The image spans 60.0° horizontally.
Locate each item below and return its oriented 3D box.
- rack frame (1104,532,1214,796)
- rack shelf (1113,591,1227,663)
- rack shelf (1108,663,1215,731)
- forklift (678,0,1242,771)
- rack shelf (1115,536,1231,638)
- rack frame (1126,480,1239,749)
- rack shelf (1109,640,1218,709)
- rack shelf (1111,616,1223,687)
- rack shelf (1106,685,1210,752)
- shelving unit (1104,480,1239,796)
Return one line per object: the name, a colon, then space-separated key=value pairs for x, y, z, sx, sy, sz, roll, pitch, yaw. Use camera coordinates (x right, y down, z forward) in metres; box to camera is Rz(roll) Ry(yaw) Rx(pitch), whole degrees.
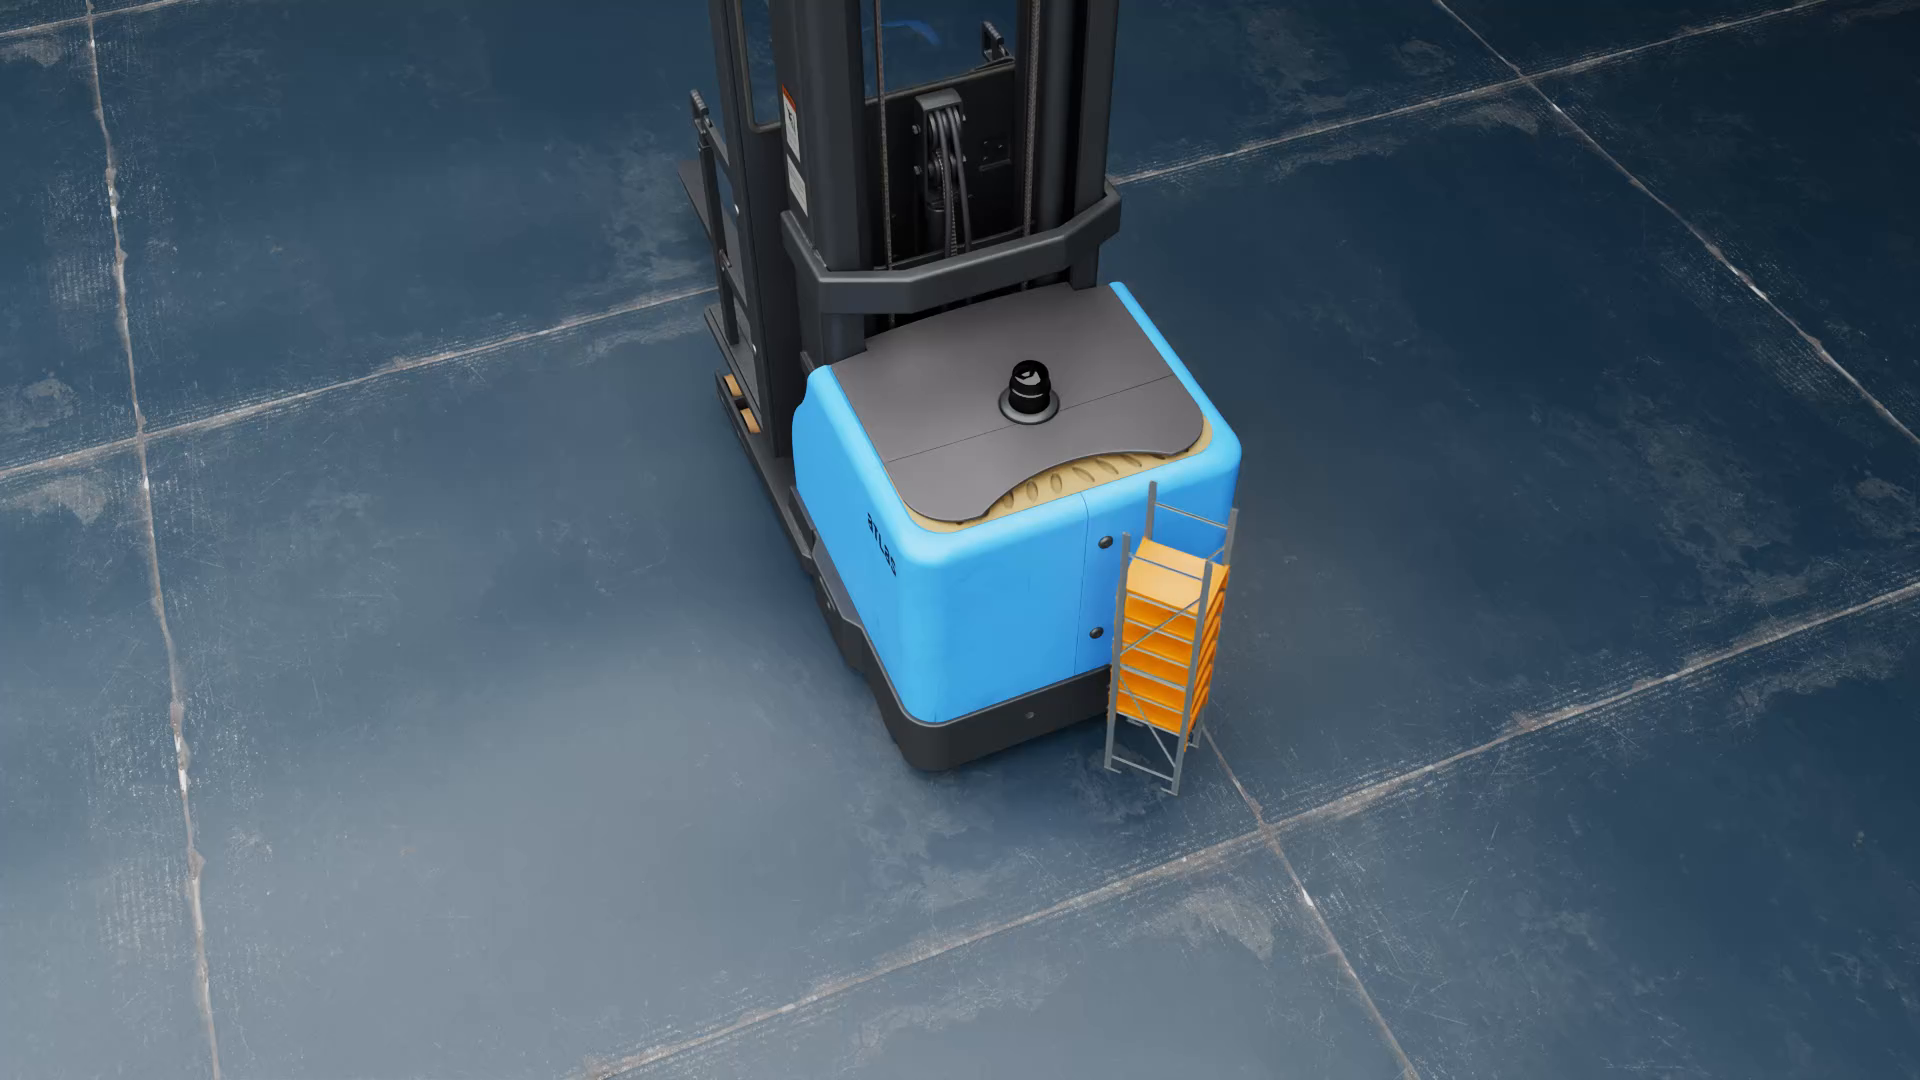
rack frame: x=0.537 y=0.381 z=4.633 sx=0.240 sy=1.200 sz=0.006 roll=20 pitch=56 yaw=16
rack shelf: x=0.571 y=0.196 z=4.526 sx=0.258 sy=0.103 sz=0.180 roll=20 pitch=56 yaw=16
rack shelf: x=0.581 y=0.413 z=4.813 sx=0.258 sy=0.103 sz=0.180 roll=20 pitch=56 yaw=16
forklift: x=-0.246 y=-1.392 z=5.014 sx=1.130 sy=2.935 sz=3.031 roll=-18 pitch=52 yaw=-15
rack shelf: x=0.567 y=0.124 z=4.430 sx=0.258 sy=0.103 sz=0.180 roll=20 pitch=56 yaw=16
rack frame: x=0.616 y=0.247 z=4.731 sx=0.240 sy=1.200 sz=0.006 roll=20 pitch=56 yaw=16
rack shelf: x=0.578 y=0.341 z=4.718 sx=0.258 sy=0.103 sz=0.180 roll=20 pitch=56 yaw=16
rack shelf: x=0.574 y=0.269 z=4.622 sx=0.258 sy=0.103 sz=0.180 roll=20 pitch=56 yaw=16
rack shelf: x=0.585 y=0.485 z=4.909 sx=0.258 sy=0.103 sz=0.180 roll=20 pitch=56 yaw=16
shelving unit: x=0.577 y=0.314 z=4.682 sx=0.258 sy=1.200 sz=0.189 roll=20 pitch=56 yaw=16
